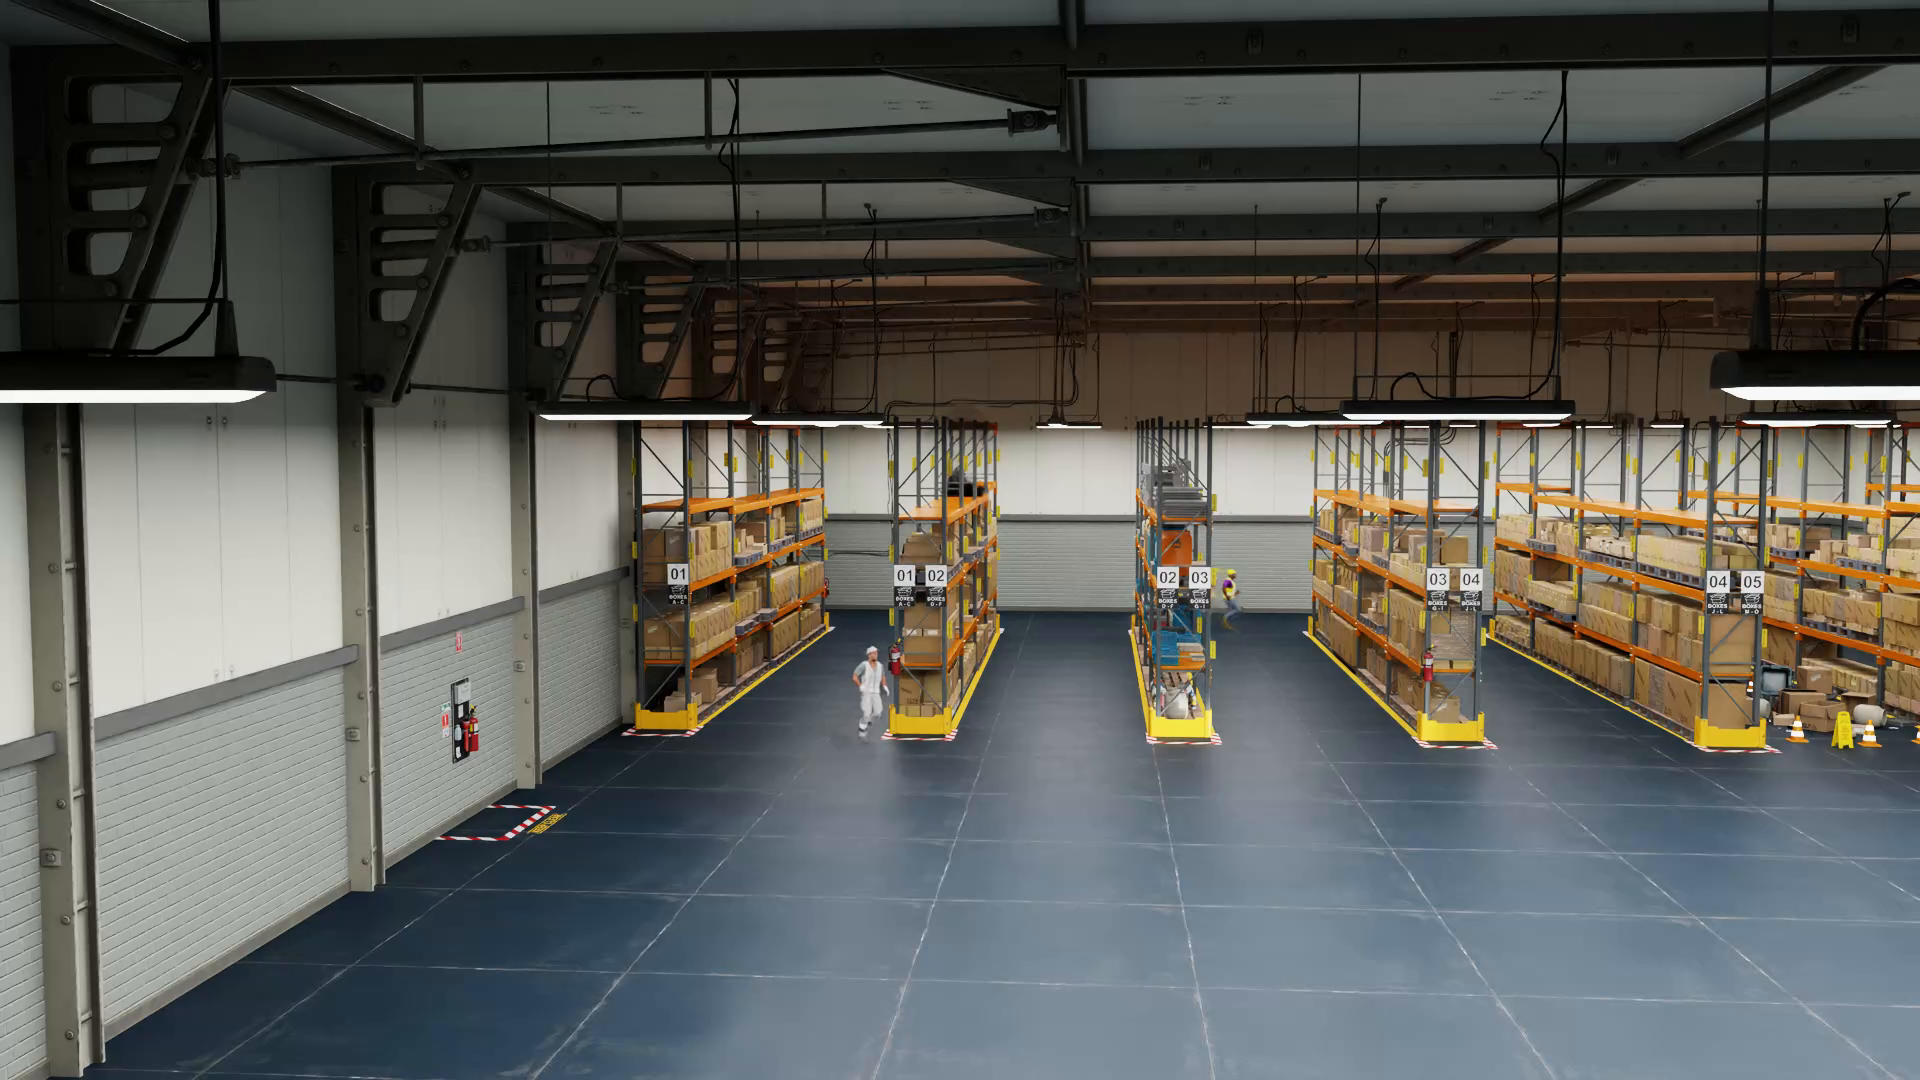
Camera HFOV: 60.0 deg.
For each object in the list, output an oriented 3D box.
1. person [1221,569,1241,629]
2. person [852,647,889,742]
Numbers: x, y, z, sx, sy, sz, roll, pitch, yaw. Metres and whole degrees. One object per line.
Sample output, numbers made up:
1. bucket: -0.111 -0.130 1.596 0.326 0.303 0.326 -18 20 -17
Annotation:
1. person: 7.874 1.709 48.267 0.579 1.718 0.703 1 4 8
2. person: -1.634 2.846 30.780 0.731 1.735 0.526 -2 4 -33
